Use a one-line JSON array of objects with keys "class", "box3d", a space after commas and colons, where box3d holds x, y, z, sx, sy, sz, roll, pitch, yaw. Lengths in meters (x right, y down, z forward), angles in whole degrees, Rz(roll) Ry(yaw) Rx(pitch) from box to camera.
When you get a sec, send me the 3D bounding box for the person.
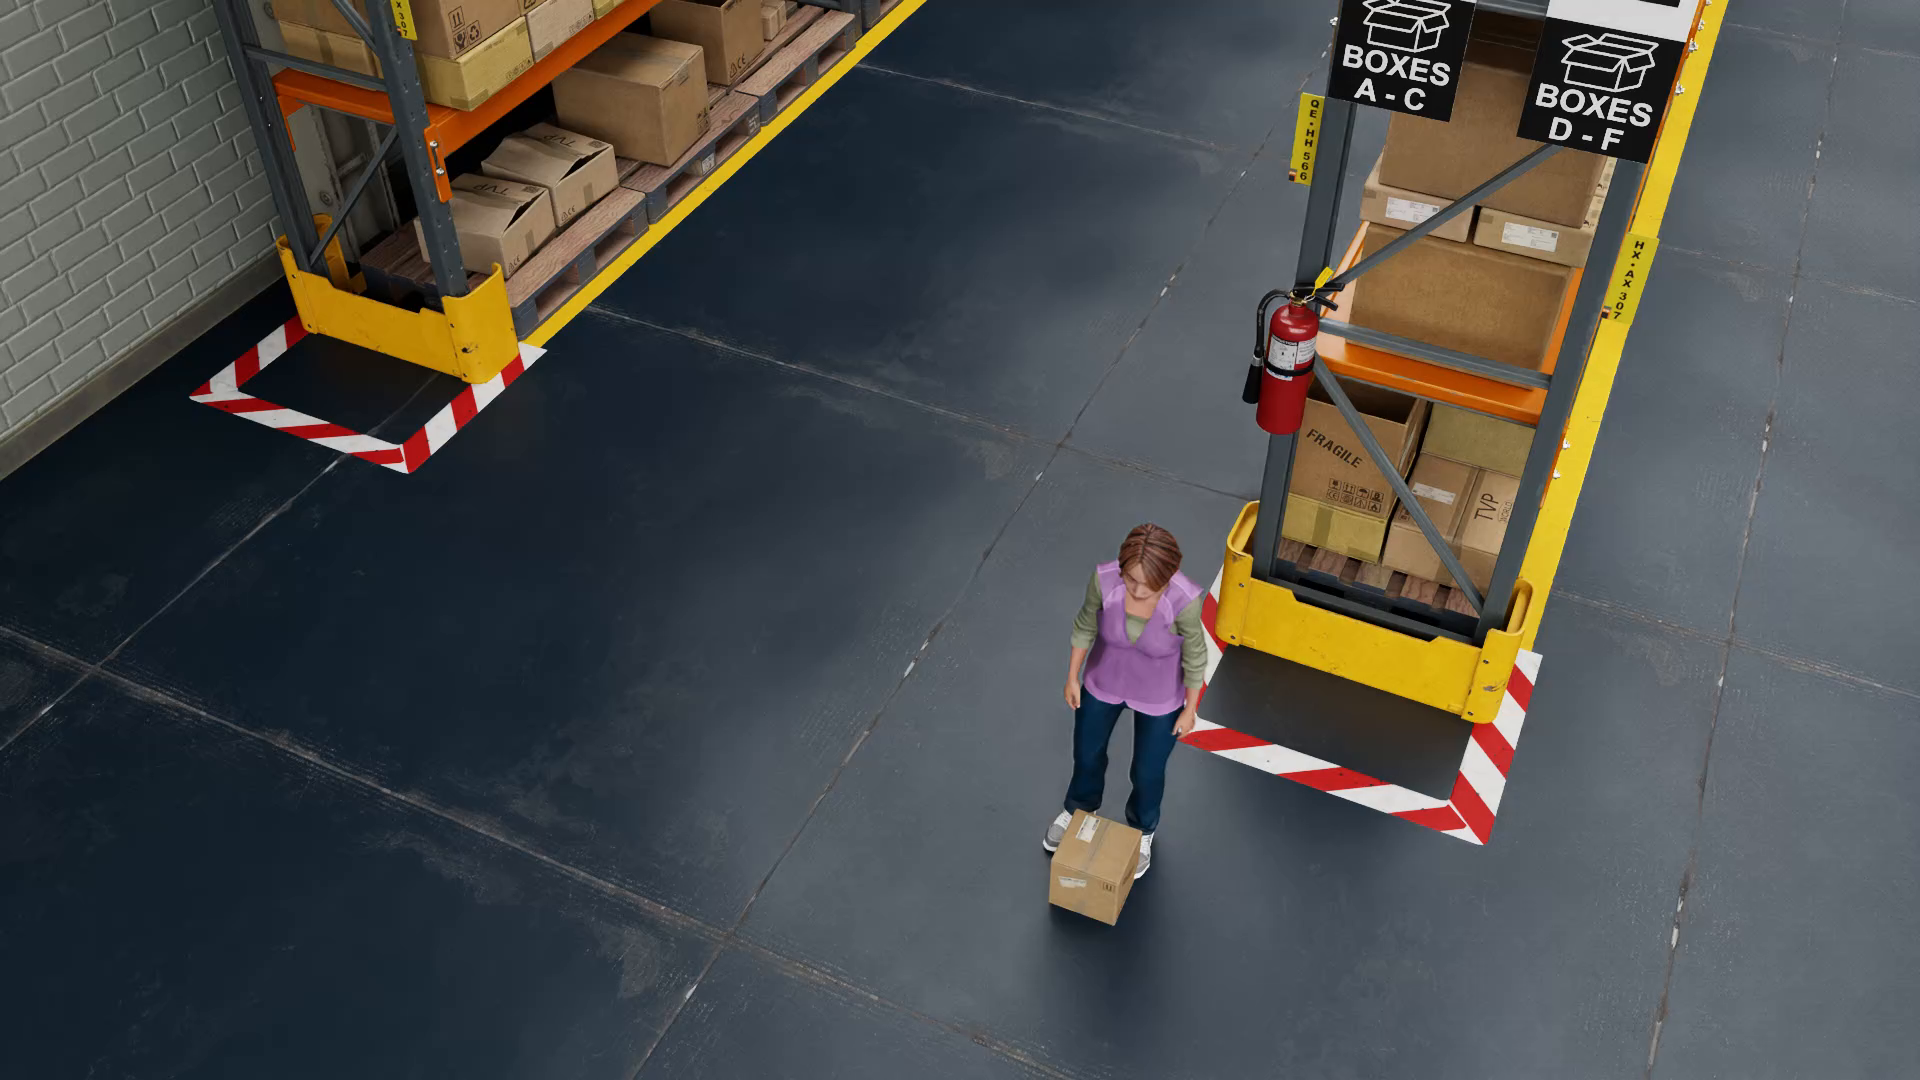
[{"class": "person", "box3d": [0.575, 0.518, 5.605, 0.483, 1.592, 0.347, 15, 45, 16]}]
